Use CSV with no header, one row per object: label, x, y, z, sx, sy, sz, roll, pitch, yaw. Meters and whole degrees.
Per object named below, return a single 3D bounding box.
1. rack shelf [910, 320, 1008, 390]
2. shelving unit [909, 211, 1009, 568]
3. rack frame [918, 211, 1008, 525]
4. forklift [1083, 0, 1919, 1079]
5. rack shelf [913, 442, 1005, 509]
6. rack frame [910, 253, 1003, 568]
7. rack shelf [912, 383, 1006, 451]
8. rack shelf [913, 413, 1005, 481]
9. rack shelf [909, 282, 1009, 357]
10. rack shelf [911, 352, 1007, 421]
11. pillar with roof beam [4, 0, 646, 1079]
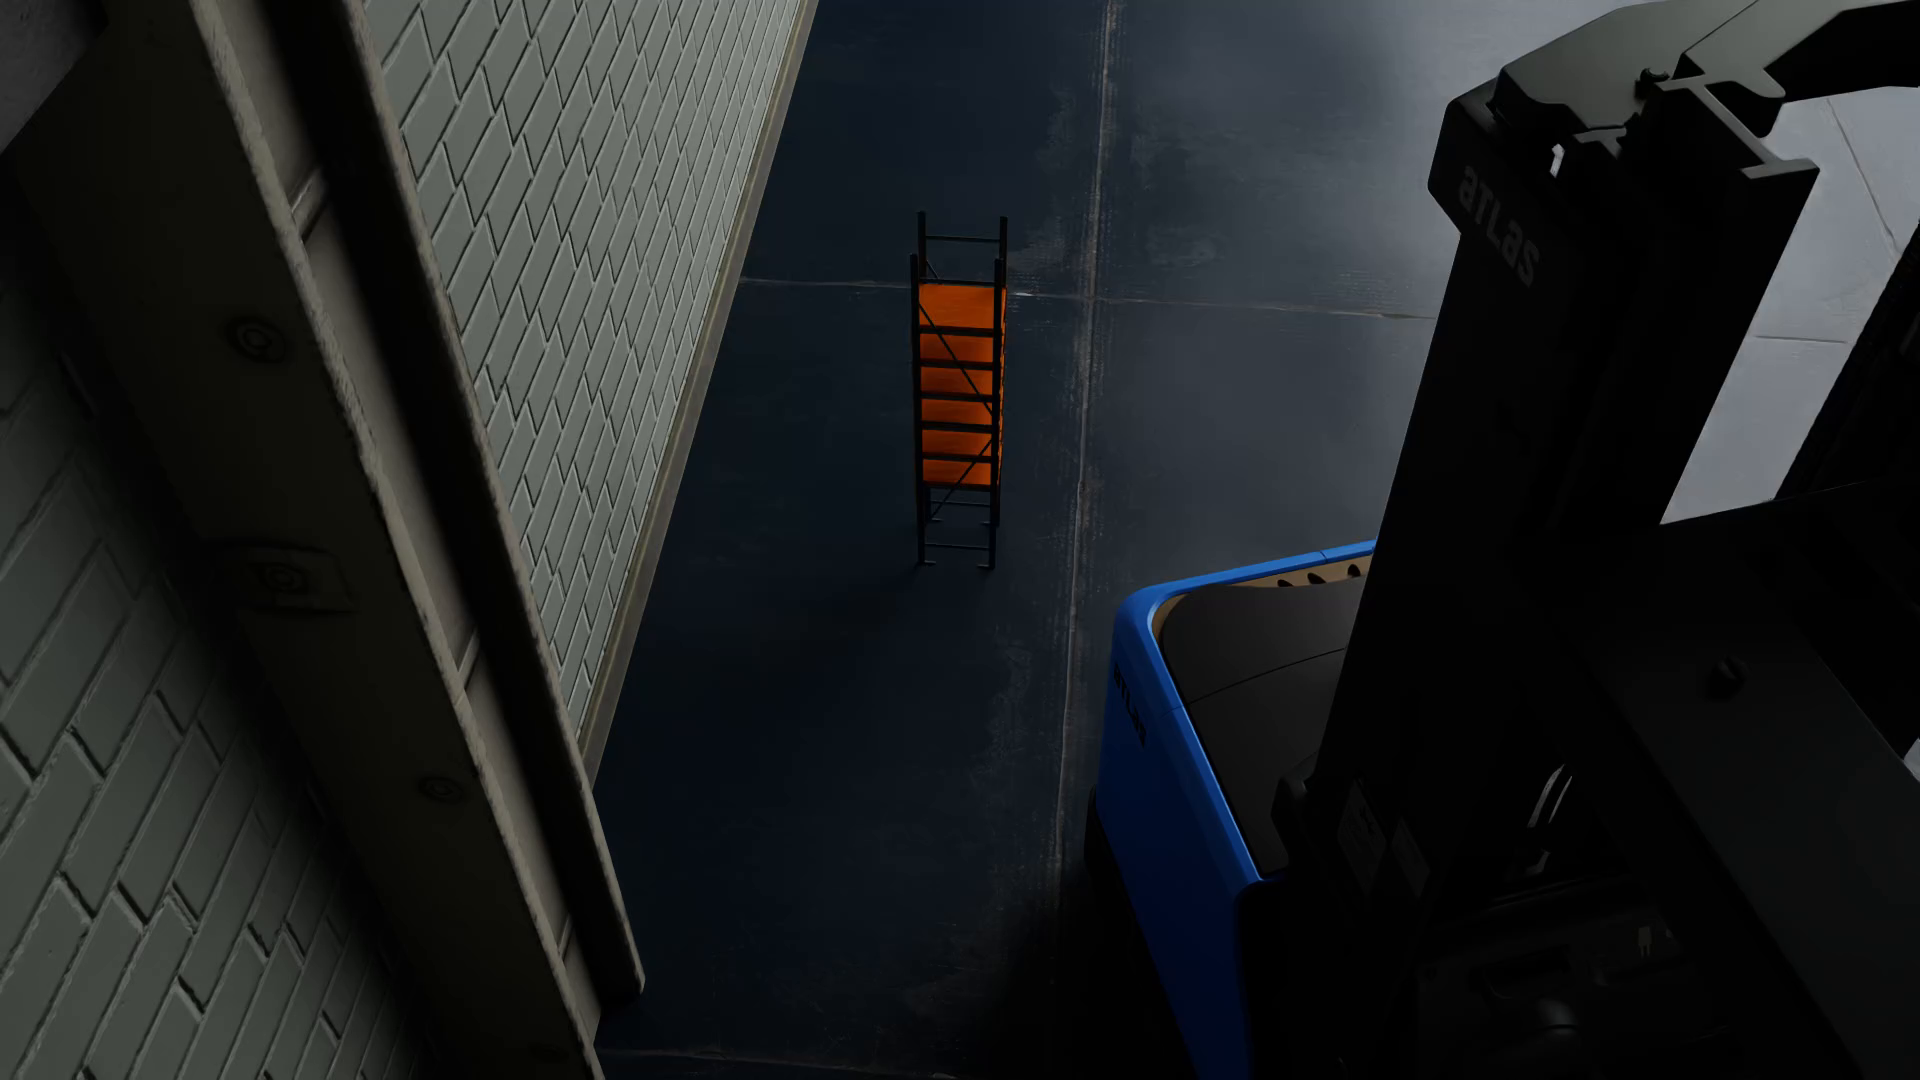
rack shelf,-0.001,-0.526,4.653,0.258,0.103,0.180,4,48,4
shelving unit,-0.001,-0.394,4.798,0.258,1.200,0.189,4,48,4
rack frame,0.007,-0.462,4.859,0.240,1.200,0.006,4,48,4
forklift,1.203,0.811,2.522,1.130,2.935,3.031,-11,49,-10
rack shelf,-0.001,-0.202,5.007,0.258,0.103,0.180,4,48,4
rack frame,-0.010,-0.327,4.736,0.240,1.200,0.006,4,48,4
rack shelf,-0.001,-0.364,4.830,0.258,0.103,0.180,4,48,4
rack shelf,-0.001,-0.283,4.919,0.258,0.103,0.180,4,48,4
rack shelf,-0.001,-0.607,4.565,0.258,0.103,0.180,4,48,4
rack shelf,-0.001,-0.445,4.742,0.258,0.103,0.180,4,48,4
pillar with roof beam,3.316,-1.504,0.527,9.100,9.000,0.400,4,48,4
